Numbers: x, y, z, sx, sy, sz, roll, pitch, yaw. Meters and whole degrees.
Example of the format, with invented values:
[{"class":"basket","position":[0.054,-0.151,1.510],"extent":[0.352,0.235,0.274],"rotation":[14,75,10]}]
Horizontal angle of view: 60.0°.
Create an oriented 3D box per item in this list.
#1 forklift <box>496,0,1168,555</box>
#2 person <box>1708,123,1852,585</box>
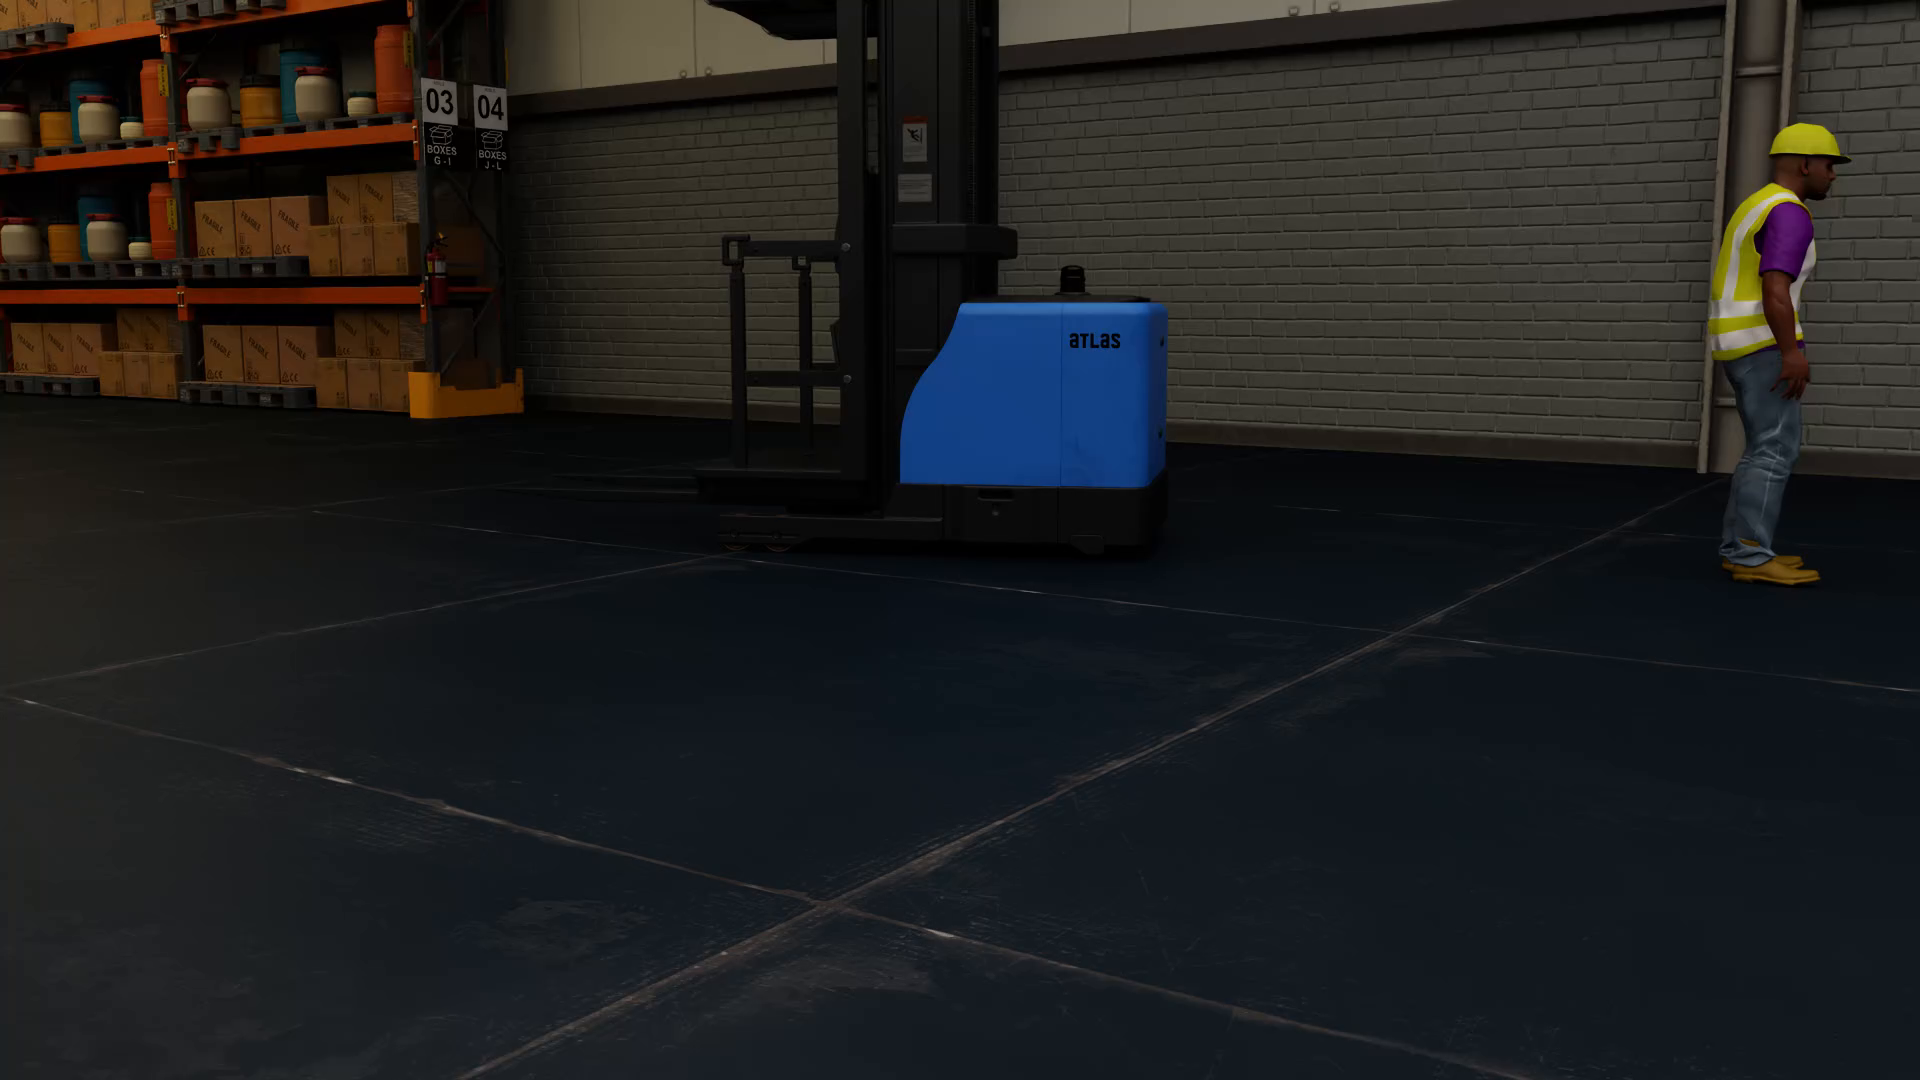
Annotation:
[{"class":"forklift","position":[-0.596,-1.469,7.520],"extent":[3.031,2.935,1.130],"rotation":[2,8,12]},{"class":"person","position":[3.178,-0.729,6.496],"extent":[0.461,1.759,0.631],"rotation":[2,8,16]}]
